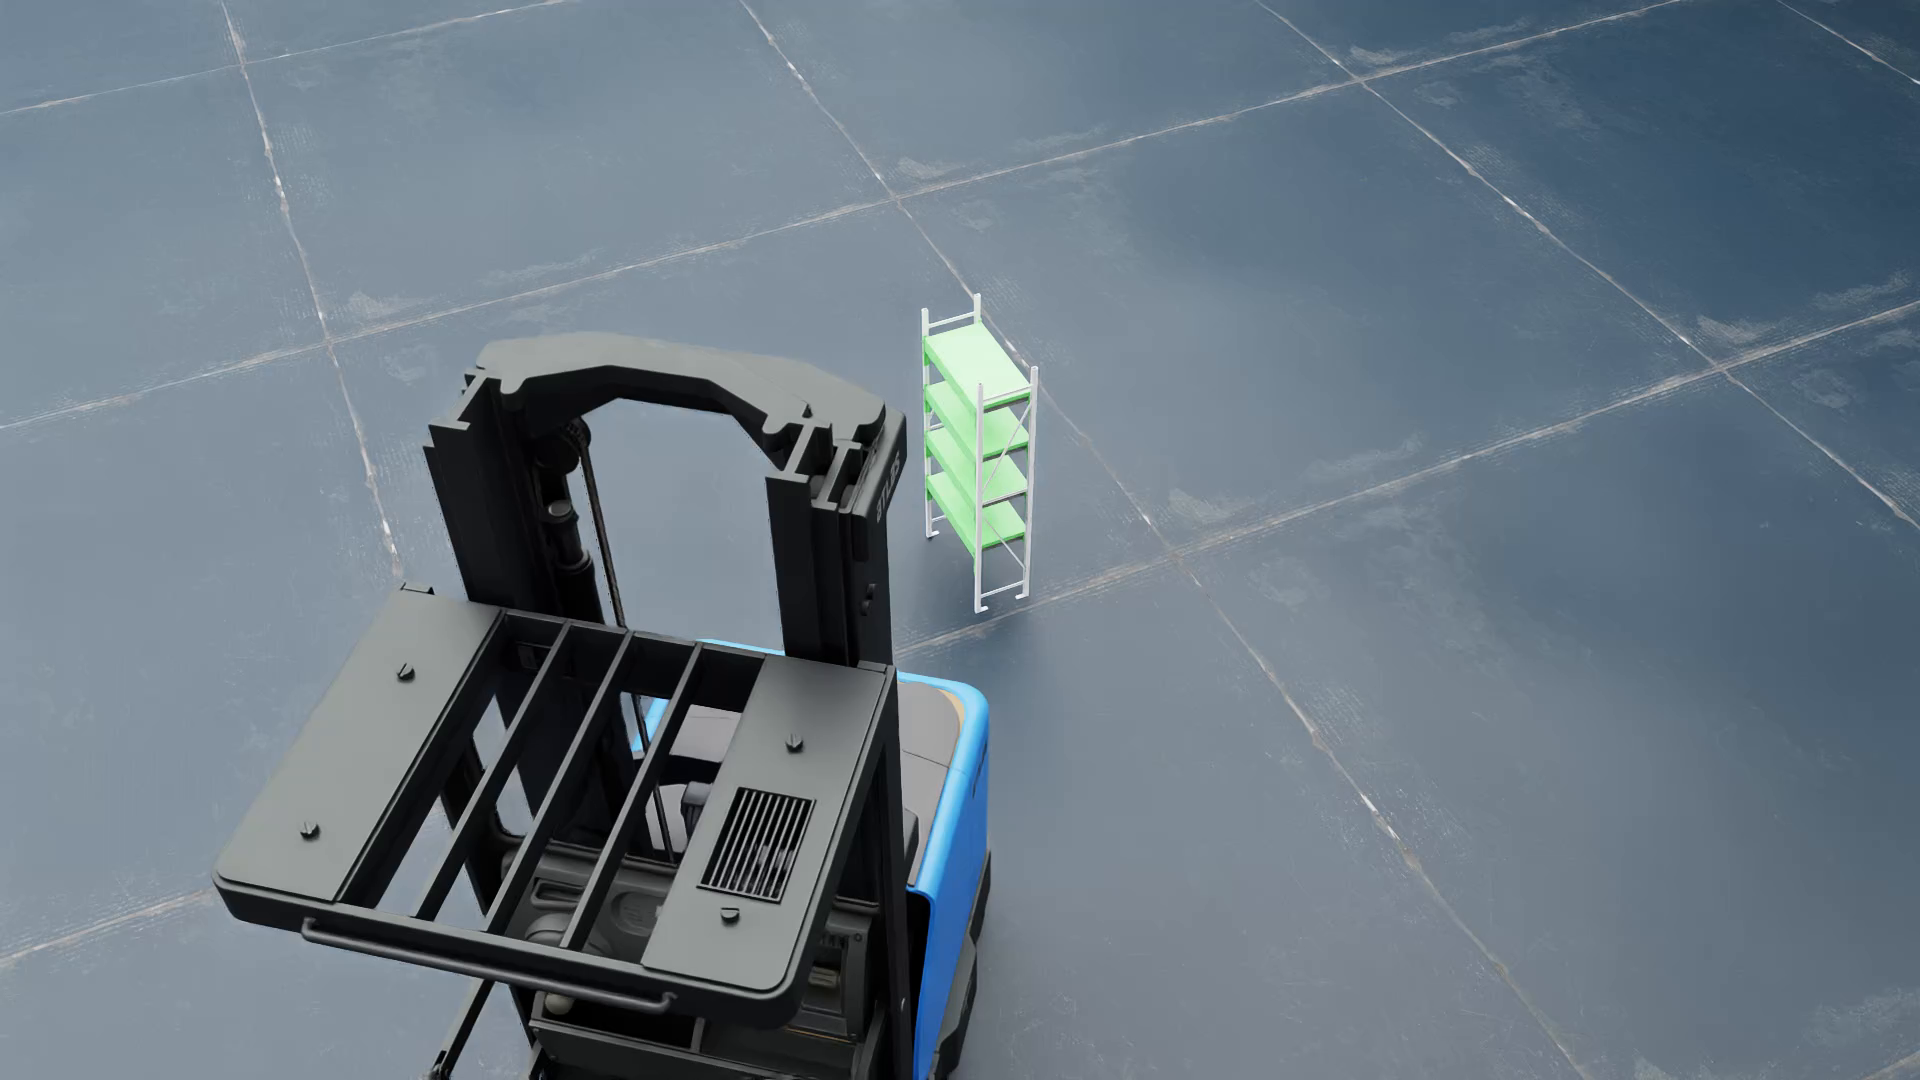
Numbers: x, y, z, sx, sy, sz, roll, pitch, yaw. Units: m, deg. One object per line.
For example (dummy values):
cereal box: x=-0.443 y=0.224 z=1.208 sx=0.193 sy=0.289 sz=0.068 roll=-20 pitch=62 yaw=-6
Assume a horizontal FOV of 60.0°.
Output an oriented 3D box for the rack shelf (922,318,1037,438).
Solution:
rack shelf: x=0.070 y=-0.618 z=6.298 sx=0.258 sy=0.148 sz=0.480 roll=-18 pitch=47 yaw=-17

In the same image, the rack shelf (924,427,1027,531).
rack shelf: x=0.070 y=-0.276 z=6.635 sx=0.258 sy=0.148 sz=0.480 roll=-18 pitch=47 yaw=-17

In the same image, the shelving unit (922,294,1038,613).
shelving unit: x=0.070 y=-0.322 z=6.591 sx=0.258 sy=1.200 sz=0.503 roll=-18 pitch=47 yaw=-17

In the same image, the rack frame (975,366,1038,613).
rack frame: x=0.172 y=-0.166 z=6.433 sx=0.240 sy=1.200 sz=0.015 roll=-18 pitch=47 yaw=-17

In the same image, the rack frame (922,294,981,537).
rack frame: x=-0.033 y=-0.477 z=6.748 sx=0.240 sy=1.200 sz=0.015 roll=-18 pitch=47 yaw=-17

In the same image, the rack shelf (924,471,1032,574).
rack shelf: x=0.070 y=-0.105 z=6.804 sx=0.258 sy=0.148 sz=0.480 roll=-18 pitch=47 yaw=-17

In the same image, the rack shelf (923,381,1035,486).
rack shelf: x=0.070 y=-0.447 z=6.467 sx=0.258 sy=0.148 sz=0.480 roll=-18 pitch=47 yaw=-17

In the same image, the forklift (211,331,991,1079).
forklift: x=-0.721 y=1.108 z=3.909 sx=1.130 sy=2.935 sz=3.031 roll=9 pitch=45 yaw=9
